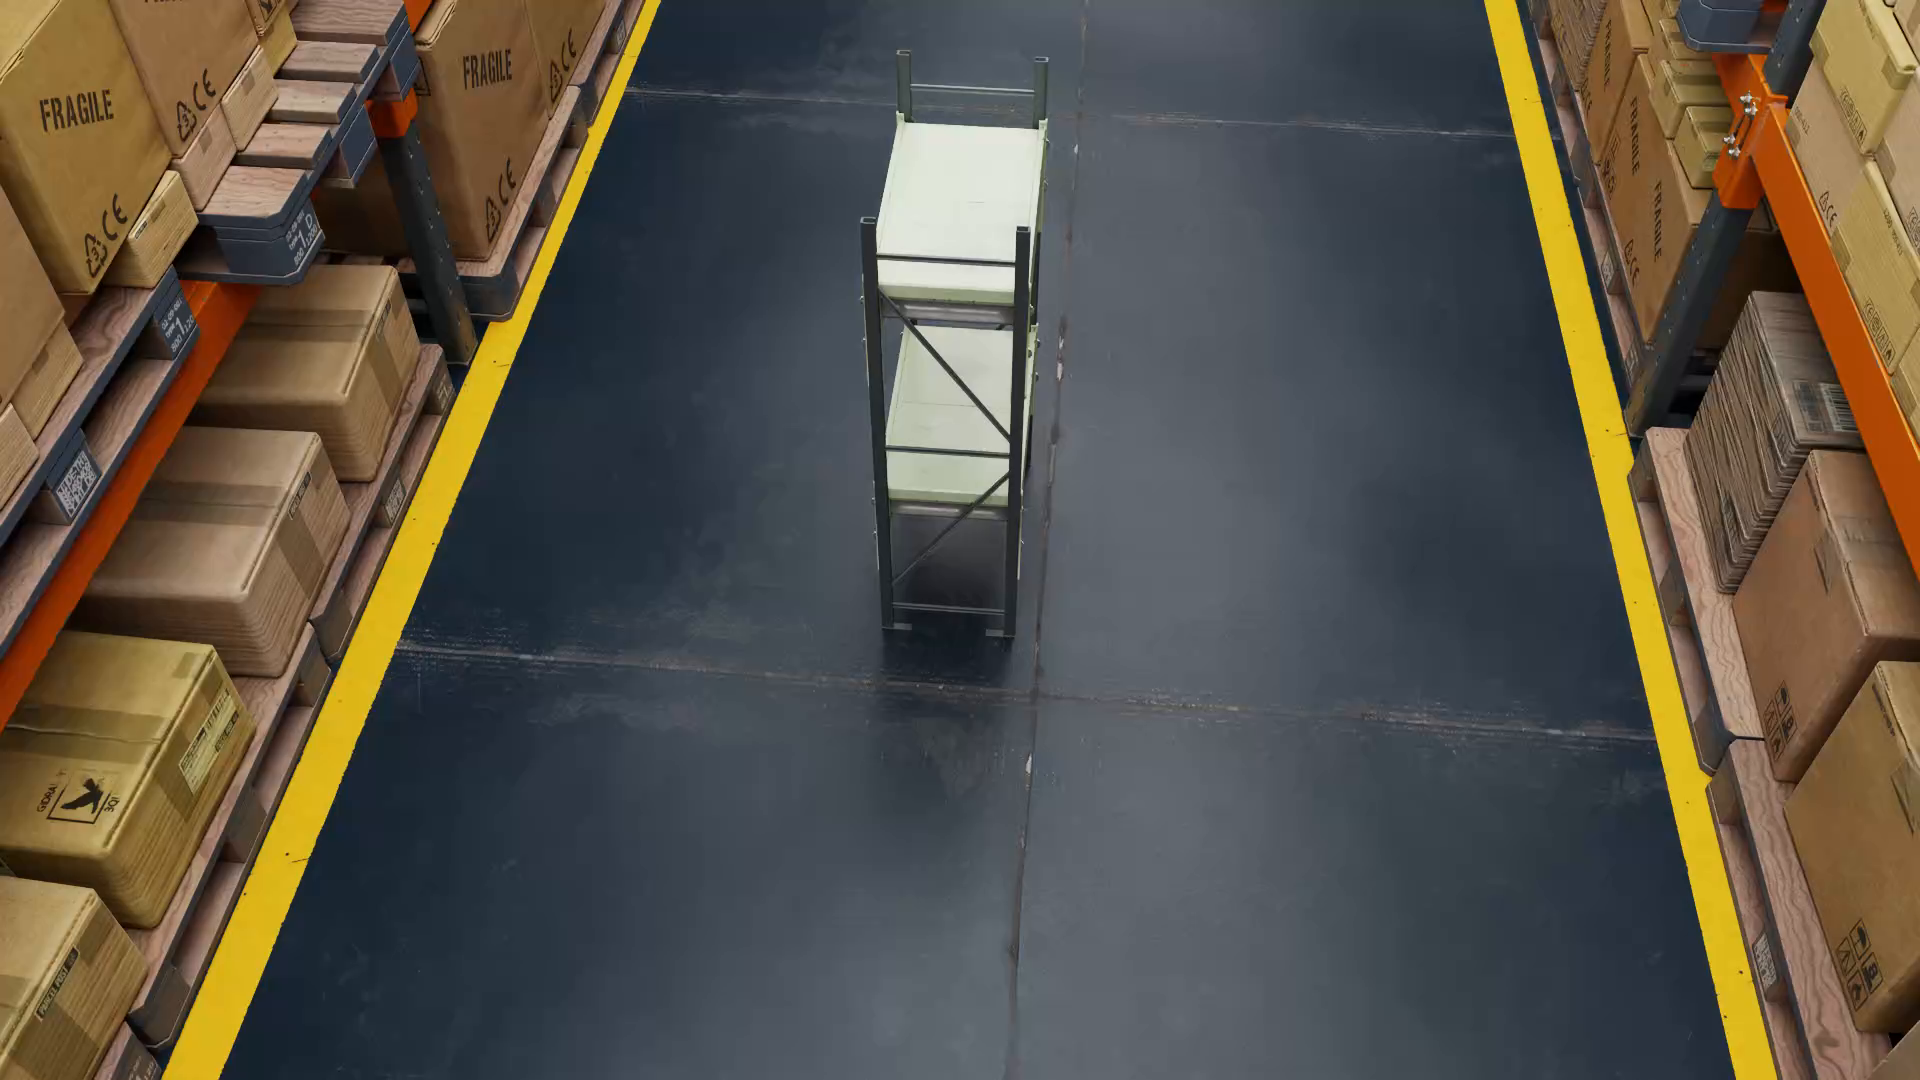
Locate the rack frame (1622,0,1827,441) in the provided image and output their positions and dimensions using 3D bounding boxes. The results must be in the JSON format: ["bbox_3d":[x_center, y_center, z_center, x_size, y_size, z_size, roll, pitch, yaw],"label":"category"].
[{"bbox_3d":[2.739,-1.360,4.461,1.000,3.000,0.127,4,48,4],"label":"rack frame"}]

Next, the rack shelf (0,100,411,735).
[{"bbox_3d":[-2.387,0.021,3.686,1.077,0.370,4.000,4,48,4],"label":"rack shelf"}]

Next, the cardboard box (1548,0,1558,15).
[{"bbox_3d":[2.747,-2.499,6.912,0.500,0.500,0.500,3,48,2],"label":"cardboard box"}]

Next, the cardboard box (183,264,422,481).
[{"bbox_3d":[-2.266,-0.532,5.200,0.950,0.372,0.625,1,48,1],"label":"cardboard box"}]

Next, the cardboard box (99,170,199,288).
[{"bbox_3d":[-1.973,-0.714,3.756,0.380,0.149,0.250,5,48,4],"label":"cardboard box"}]

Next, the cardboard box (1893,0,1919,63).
[{"bbox_3d":[2.393,-1.202,3.810,0.380,0.149,0.250,5,48,4],"label":"cardboard box"}]

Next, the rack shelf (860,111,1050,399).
[{"bbox_3d":[-0.001,-0.765,4.404,0.431,0.370,0.720,4,48,4],"label":"rack shelf"}]

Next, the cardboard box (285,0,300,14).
[{"bbox_3d":[-2.000,-1.492,4.467,0.380,0.149,0.250,5,48,5],"label":"cardboard box"}]

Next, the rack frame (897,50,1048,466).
[{"bbox_3d":[0.033,-0.770,4.938,0.400,1.500,0.023,4,48,4],"label":"rack frame"}]

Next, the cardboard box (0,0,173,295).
[{"bbox_3d":[-2.050,-0.863,3.453,0.500,0.500,0.500,1,48,1],"label":"cardboard box"}]

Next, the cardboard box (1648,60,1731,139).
[{"bbox_3d":[2.526,-1.460,5.522,0.380,0.149,0.250,2,48,2],"label":"cardboard box"}]

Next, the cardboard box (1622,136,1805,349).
[{"bbox_3d":[2.563,-0.984,5.526,0.500,0.500,0.500,5,48,5],"label":"cardboard box"}]

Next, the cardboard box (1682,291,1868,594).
[{"bbox_3d":[2.668,-0.243,4.764,0.875,0.625,0.625,5,48,5],"label":"cardboard box"}]

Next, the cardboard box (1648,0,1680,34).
[{"bbox_3d":[2.663,-1.841,5.871,0.380,0.149,0.250,5,48,5],"label":"cardboard box"}]

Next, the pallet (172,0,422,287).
[{"bbox_3d":[-2.163,-1.096,4.350,1.213,0.211,1.003,4,48,4],"label":"pallet"}]

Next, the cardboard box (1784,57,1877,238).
[{"bbox_3d":[2.455,-1.000,4.234,0.500,0.250,0.500,4,48,4],"label":"cardboard box"}]

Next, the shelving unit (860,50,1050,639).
[{"bbox_3d":[-0.001,-0.501,4.692,0.431,1.500,0.755,4,48,4],"label":"shelving unit"}]

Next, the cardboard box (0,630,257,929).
[{"bbox_3d":[-2.400,0.568,4.194,0.950,0.372,0.625,5,48,5],"label":"cardboard box"}]

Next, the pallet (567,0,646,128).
[{"bbox_3d":[-1.944,-2.219,7.136,1.003,0.211,1.213,4,48,4],"label":"pallet"}]

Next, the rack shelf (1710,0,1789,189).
[{"bbox_3d":[2.921,-2.587,6.071,1.077,0.370,4.000,4,48,4],"label":"rack shelf"}]

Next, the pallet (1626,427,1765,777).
[{"bbox_3d":[2.625,0.183,4.940,1.003,0.211,1.213,4,48,4],"label":"pallet"}]

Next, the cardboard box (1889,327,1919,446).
[{"bbox_3d":[2.364,-0.252,3.549,0.500,0.250,0.500,2,48,2],"label":"cardboard box"}]

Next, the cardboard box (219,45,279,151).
[{"bbox_3d":[-1.931,-1.102,4.110,0.380,0.149,0.250,4,48,3],"label":"cardboard box"}]

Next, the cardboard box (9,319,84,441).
[{"bbox_3d":[-2.062,-0.348,3.421,0.380,0.149,0.250,2,48,2],"label":"cardboard box"}]

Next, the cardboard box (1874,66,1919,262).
[{"bbox_3d":[2.408,-0.801,3.713,0.500,0.250,0.500,5,48,5],"label":"cardboard box"}]

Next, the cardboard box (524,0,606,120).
[{"bbox_3d":[-1.973,-2.273,6.452,0.875,0.875,0.875,4,48,4],"label":"cardboard box"}]

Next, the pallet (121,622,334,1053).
[{"bbox_3d":[-2.391,0.718,4.450,1.003,0.211,1.213,4,48,4],"label":"pallet"}]

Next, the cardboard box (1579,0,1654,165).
[{"bbox_3d":[2.664,-1.735,6.214,0.500,0.500,0.500,6,48,5],"label":"cardboard box"}]

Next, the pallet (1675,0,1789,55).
[{"bbox_3d":[2.731,-1.798,4.992,1.213,0.211,1.003,4,48,4],"label":"pallet"}]

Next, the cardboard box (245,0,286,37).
[{"bbox_3d":[-1.969,-1.615,4.140,0.500,0.500,0.500,3,48,2],"label":"cardboard box"}]

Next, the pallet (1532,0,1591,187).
[{"bbox_3d":[2.958,-1.859,6.808,1.003,0.211,1.213,4,48,4],"label":"pallet"}]

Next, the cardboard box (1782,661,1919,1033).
[{"bbox_3d":[2.556,0.732,3.872,0.875,0.625,0.625,2,48,2],"label":"cardboard box"}]
